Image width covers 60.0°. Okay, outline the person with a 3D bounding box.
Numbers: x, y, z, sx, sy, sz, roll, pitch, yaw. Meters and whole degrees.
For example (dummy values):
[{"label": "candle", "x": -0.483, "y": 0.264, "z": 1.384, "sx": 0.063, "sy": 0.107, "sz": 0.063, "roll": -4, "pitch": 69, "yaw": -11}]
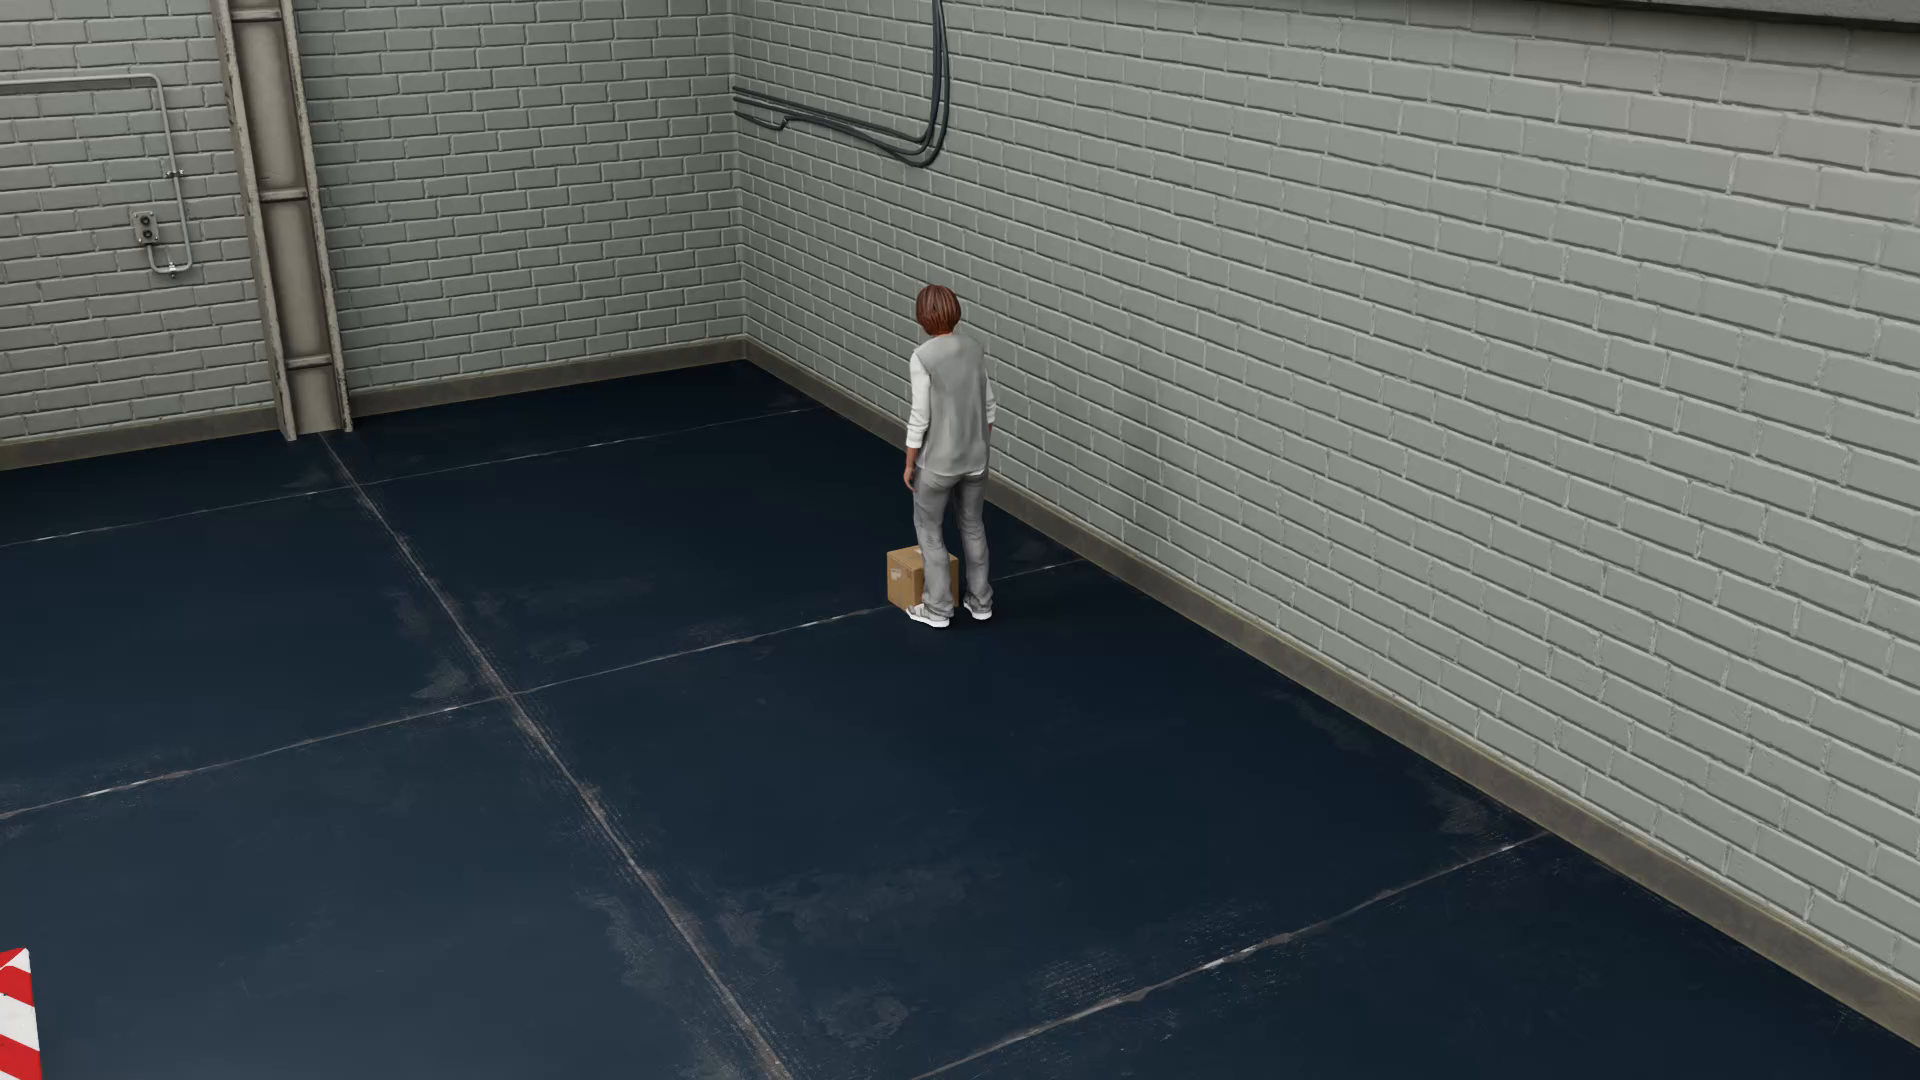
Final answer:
[{"label": "person", "x": -0.054, "y": -0.361, "z": 7.494, "sx": 0.477, "sy": 1.592, "sz": 0.377, "roll": -14, "pitch": 26, "yaw": -31}]
